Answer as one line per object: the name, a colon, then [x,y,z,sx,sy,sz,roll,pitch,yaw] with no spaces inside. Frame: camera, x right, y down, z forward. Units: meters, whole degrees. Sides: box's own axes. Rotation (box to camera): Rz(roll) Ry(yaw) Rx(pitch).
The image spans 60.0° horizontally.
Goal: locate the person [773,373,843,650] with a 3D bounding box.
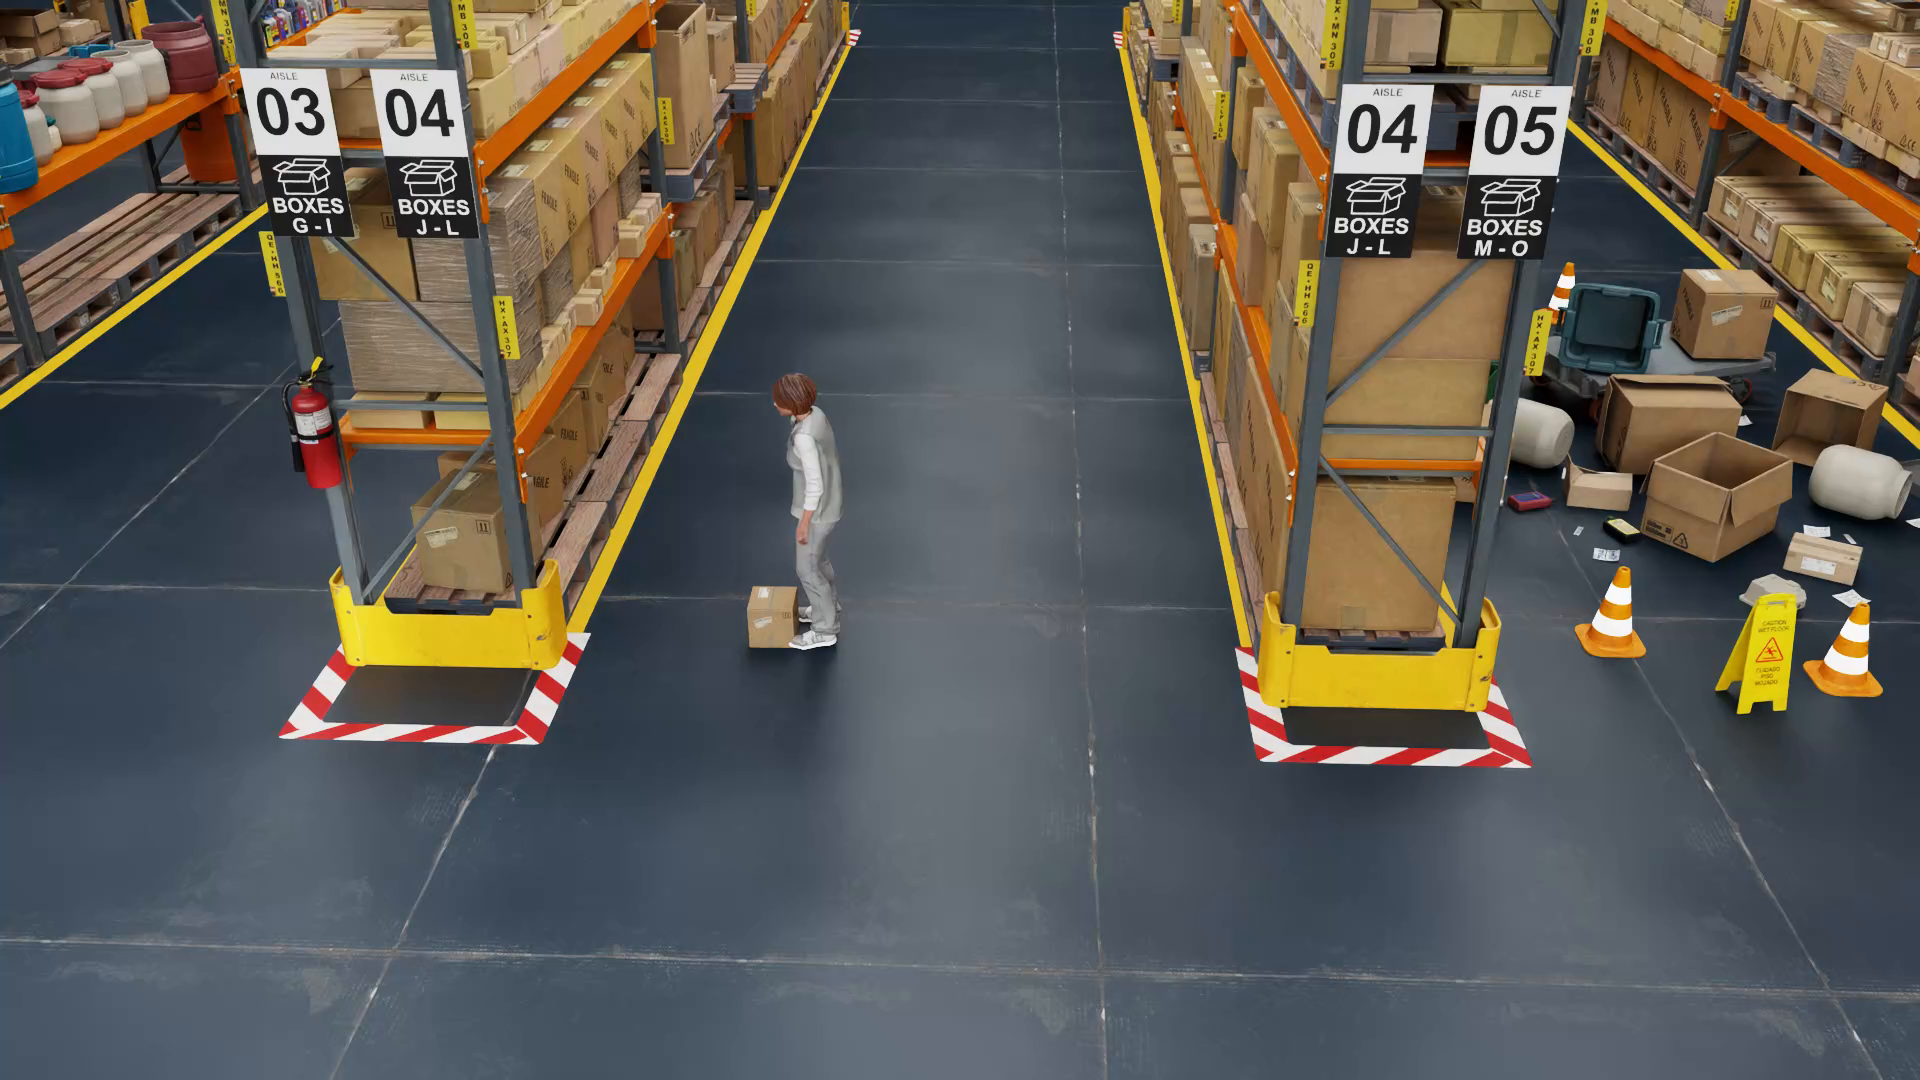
person: [-0.794,-0.161,8.931,0.341,1.594,0.485,0,28,-1]
